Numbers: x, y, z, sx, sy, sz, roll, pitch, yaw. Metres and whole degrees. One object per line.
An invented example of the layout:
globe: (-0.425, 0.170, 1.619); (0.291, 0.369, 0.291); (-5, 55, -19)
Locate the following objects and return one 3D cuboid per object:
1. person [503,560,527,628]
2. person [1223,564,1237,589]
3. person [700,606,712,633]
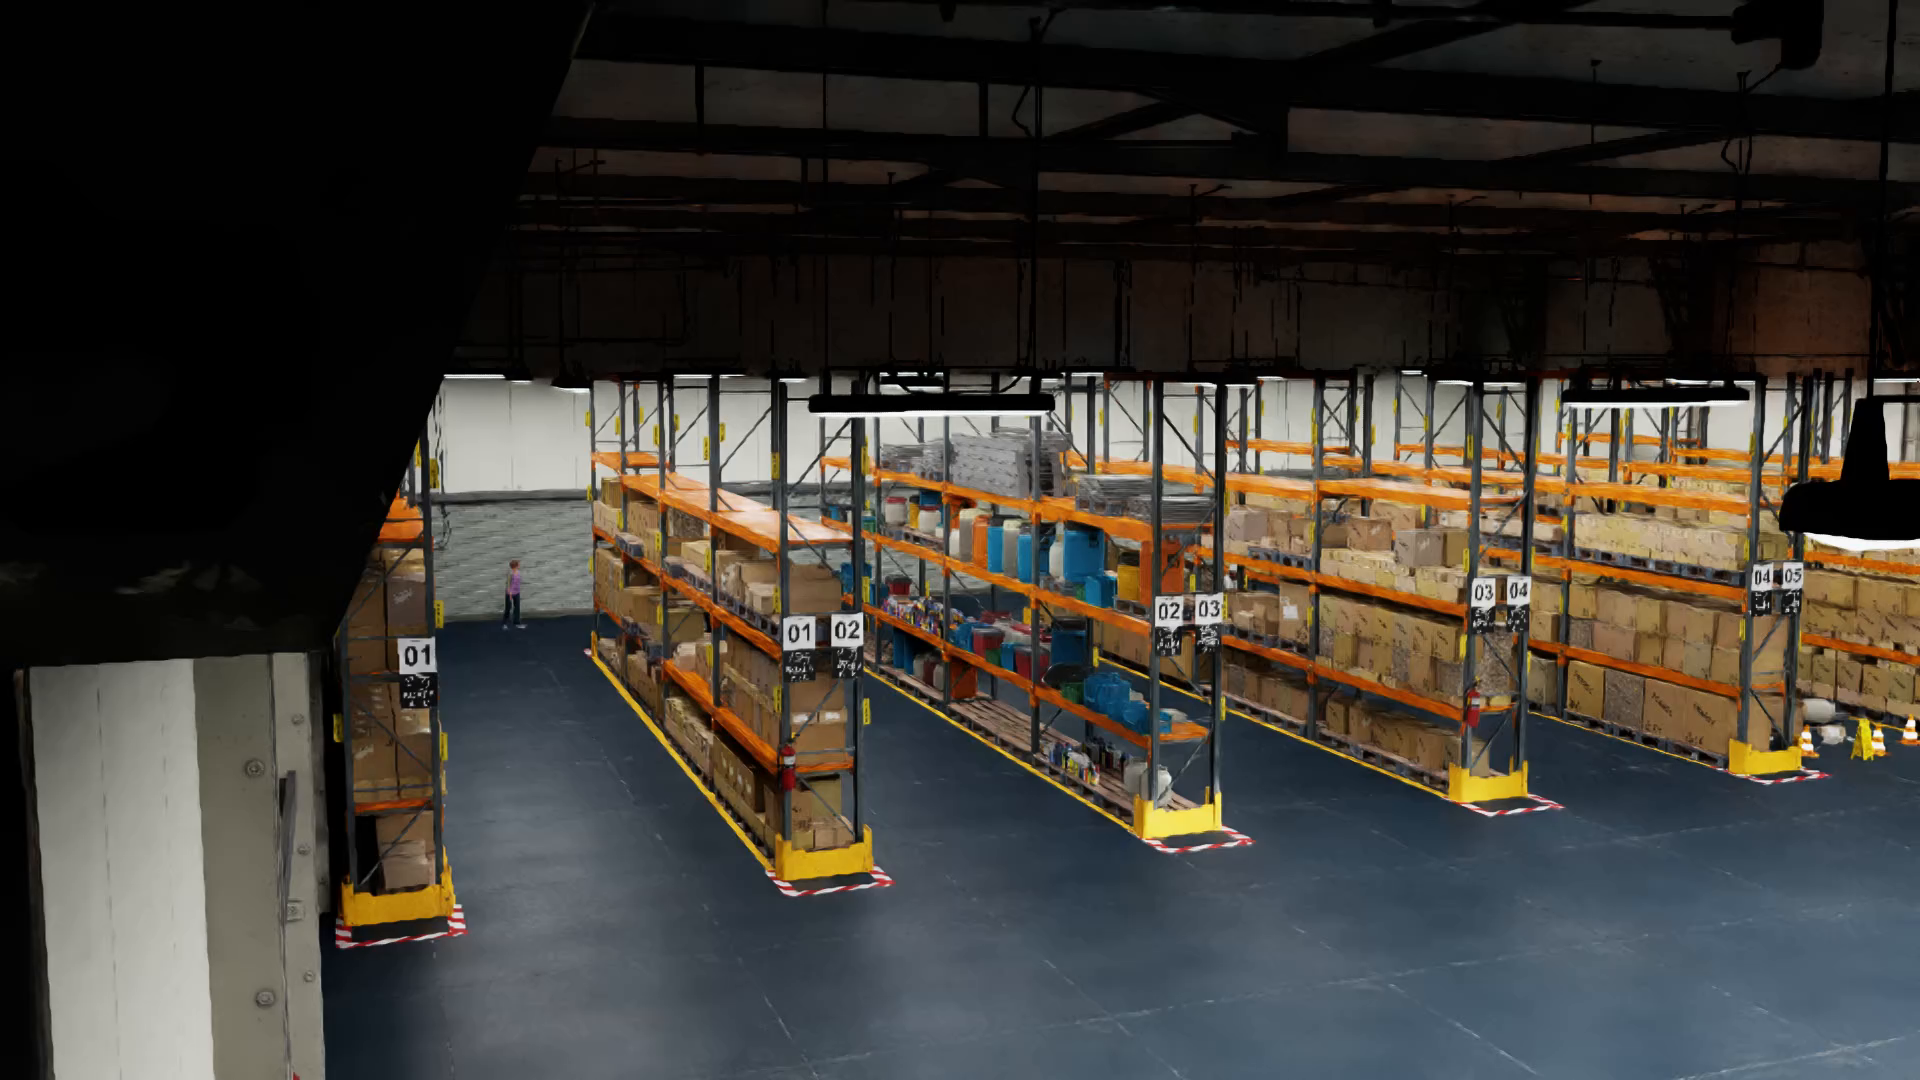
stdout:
person: (-10.355, 1.252, 38.506); (0.493, 1.601, 0.458); (3, 7, 23)
person: (6.017, 1.367, 36.779); (0.563, 1.707, 1.127); (-3, 7, -22)
person: (-5.496, 1.495, 35.693); (0.729, 1.733, 0.546); (-3, 7, -22)
